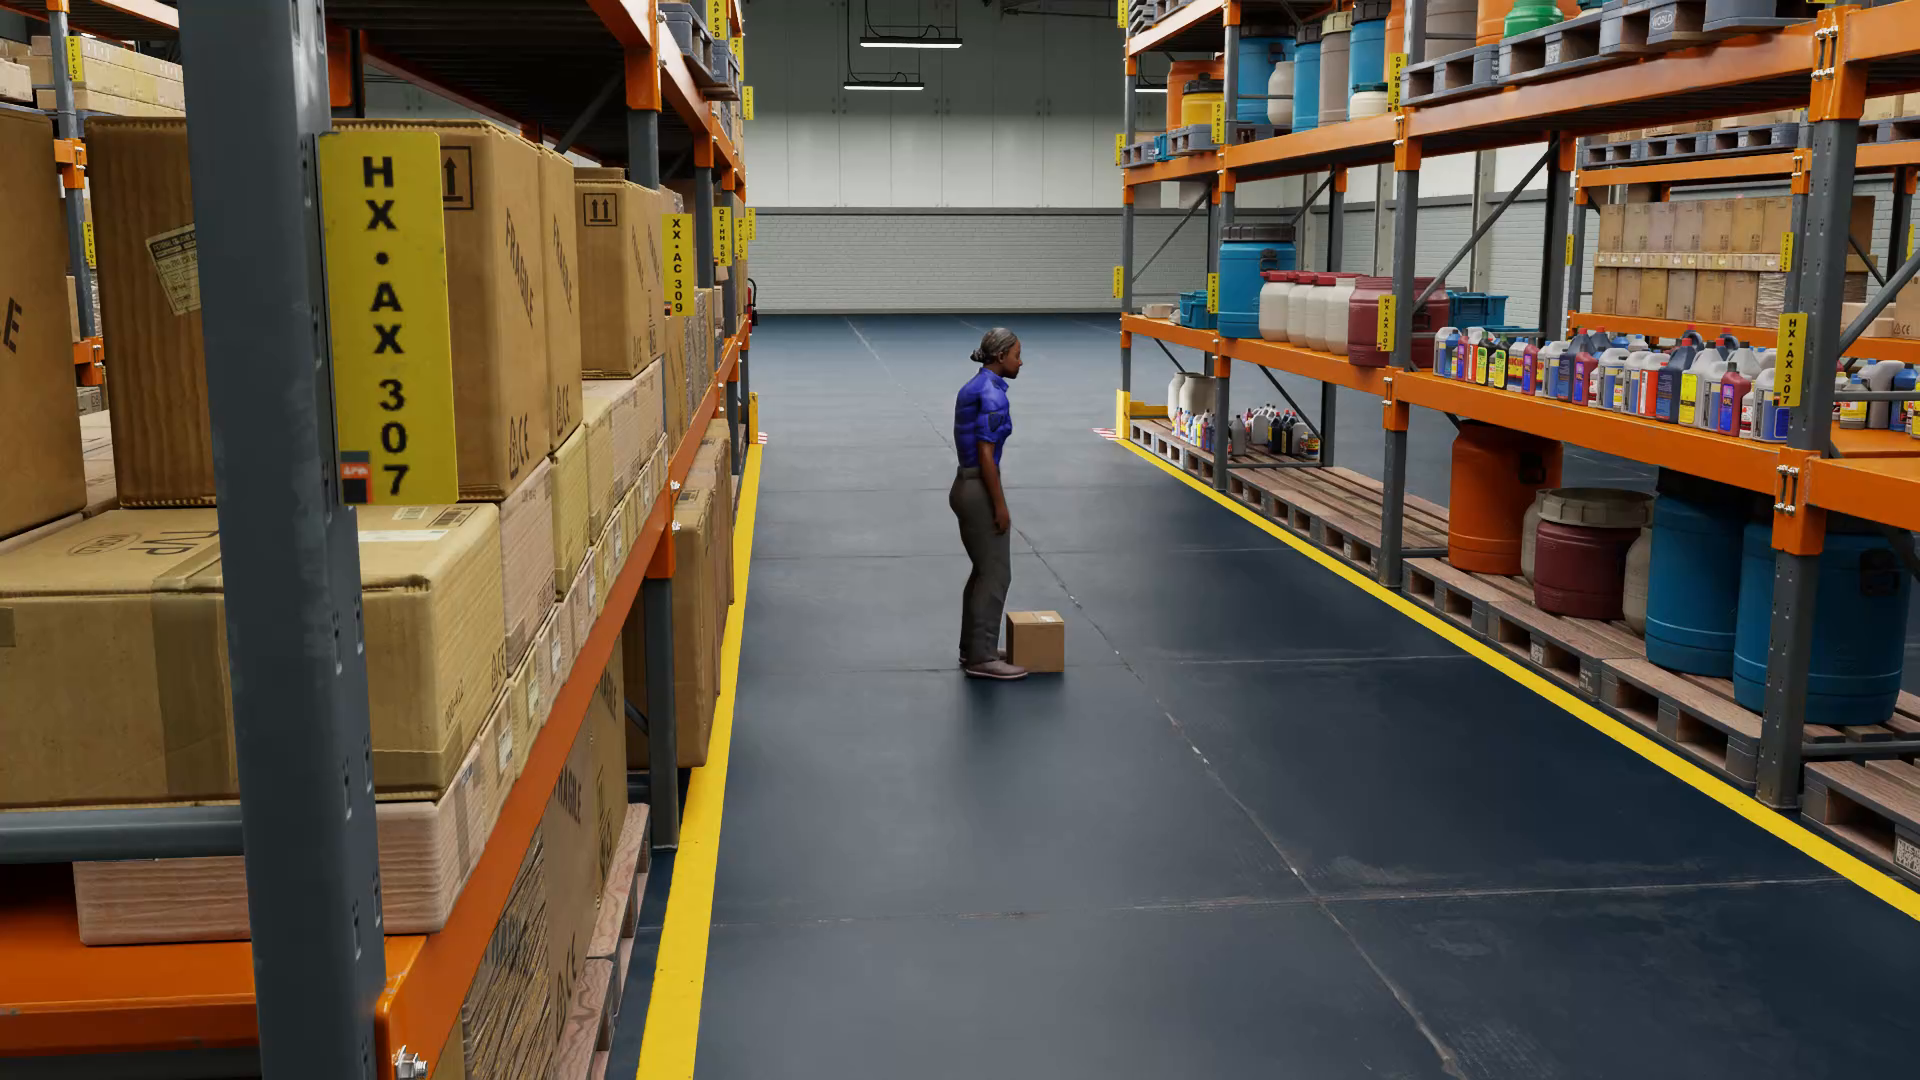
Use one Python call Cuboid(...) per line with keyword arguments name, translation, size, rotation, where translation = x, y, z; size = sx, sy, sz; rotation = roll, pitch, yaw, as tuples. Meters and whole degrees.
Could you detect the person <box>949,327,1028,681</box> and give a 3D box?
Cuboid(name="person", translation=(0.132, -0.188, 7.978), size=(0.351, 1.654, 0.531), rotation=(-2, 10, -8))
